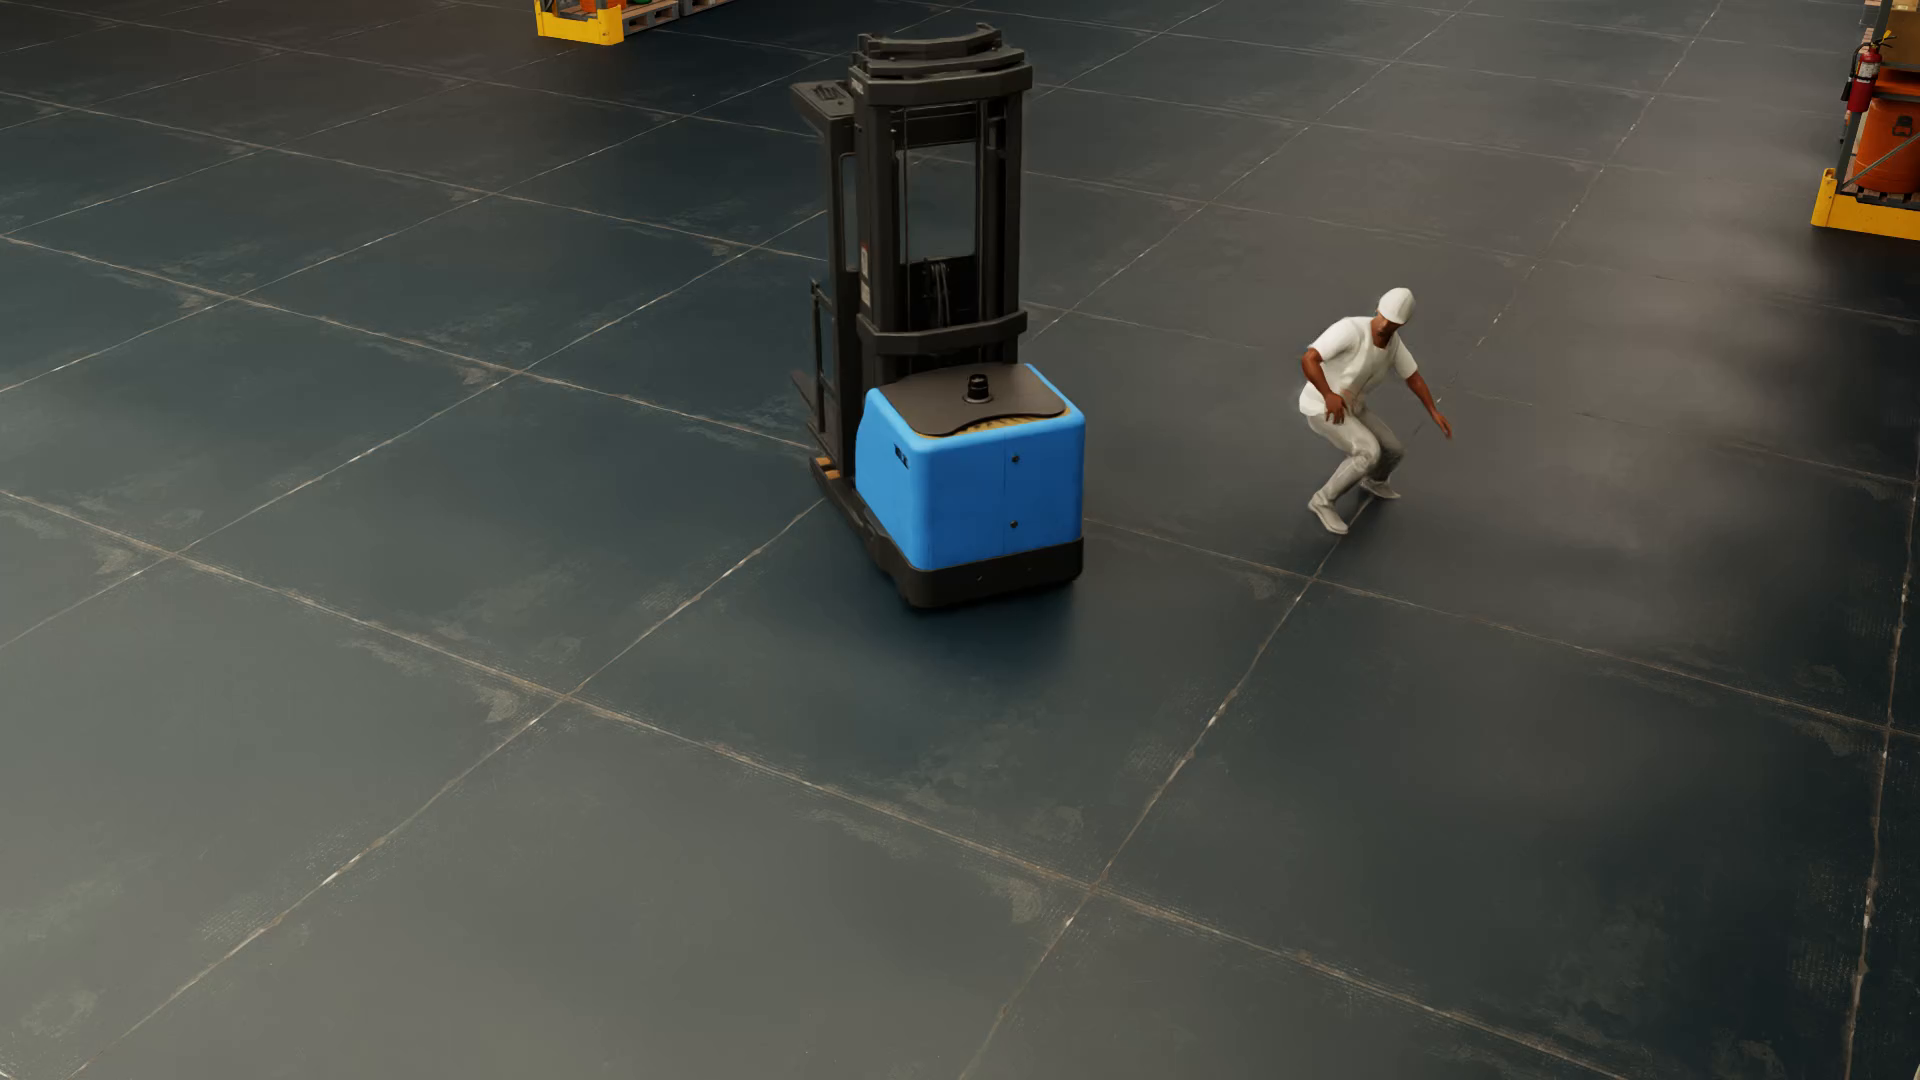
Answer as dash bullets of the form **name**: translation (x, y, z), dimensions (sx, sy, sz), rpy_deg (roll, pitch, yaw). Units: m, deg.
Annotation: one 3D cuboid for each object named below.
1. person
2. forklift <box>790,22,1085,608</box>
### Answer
- **person**: translation (2.444, -0.777, 9.909), dimensions (0.887, 1.533, 0.716), rpy_deg (-25, 38, -36)
- **forklift**: translation (-0.314, -1.613, 9.865), dimensions (1.130, 2.935, 3.031), rpy_deg (-11, 32, -19)
